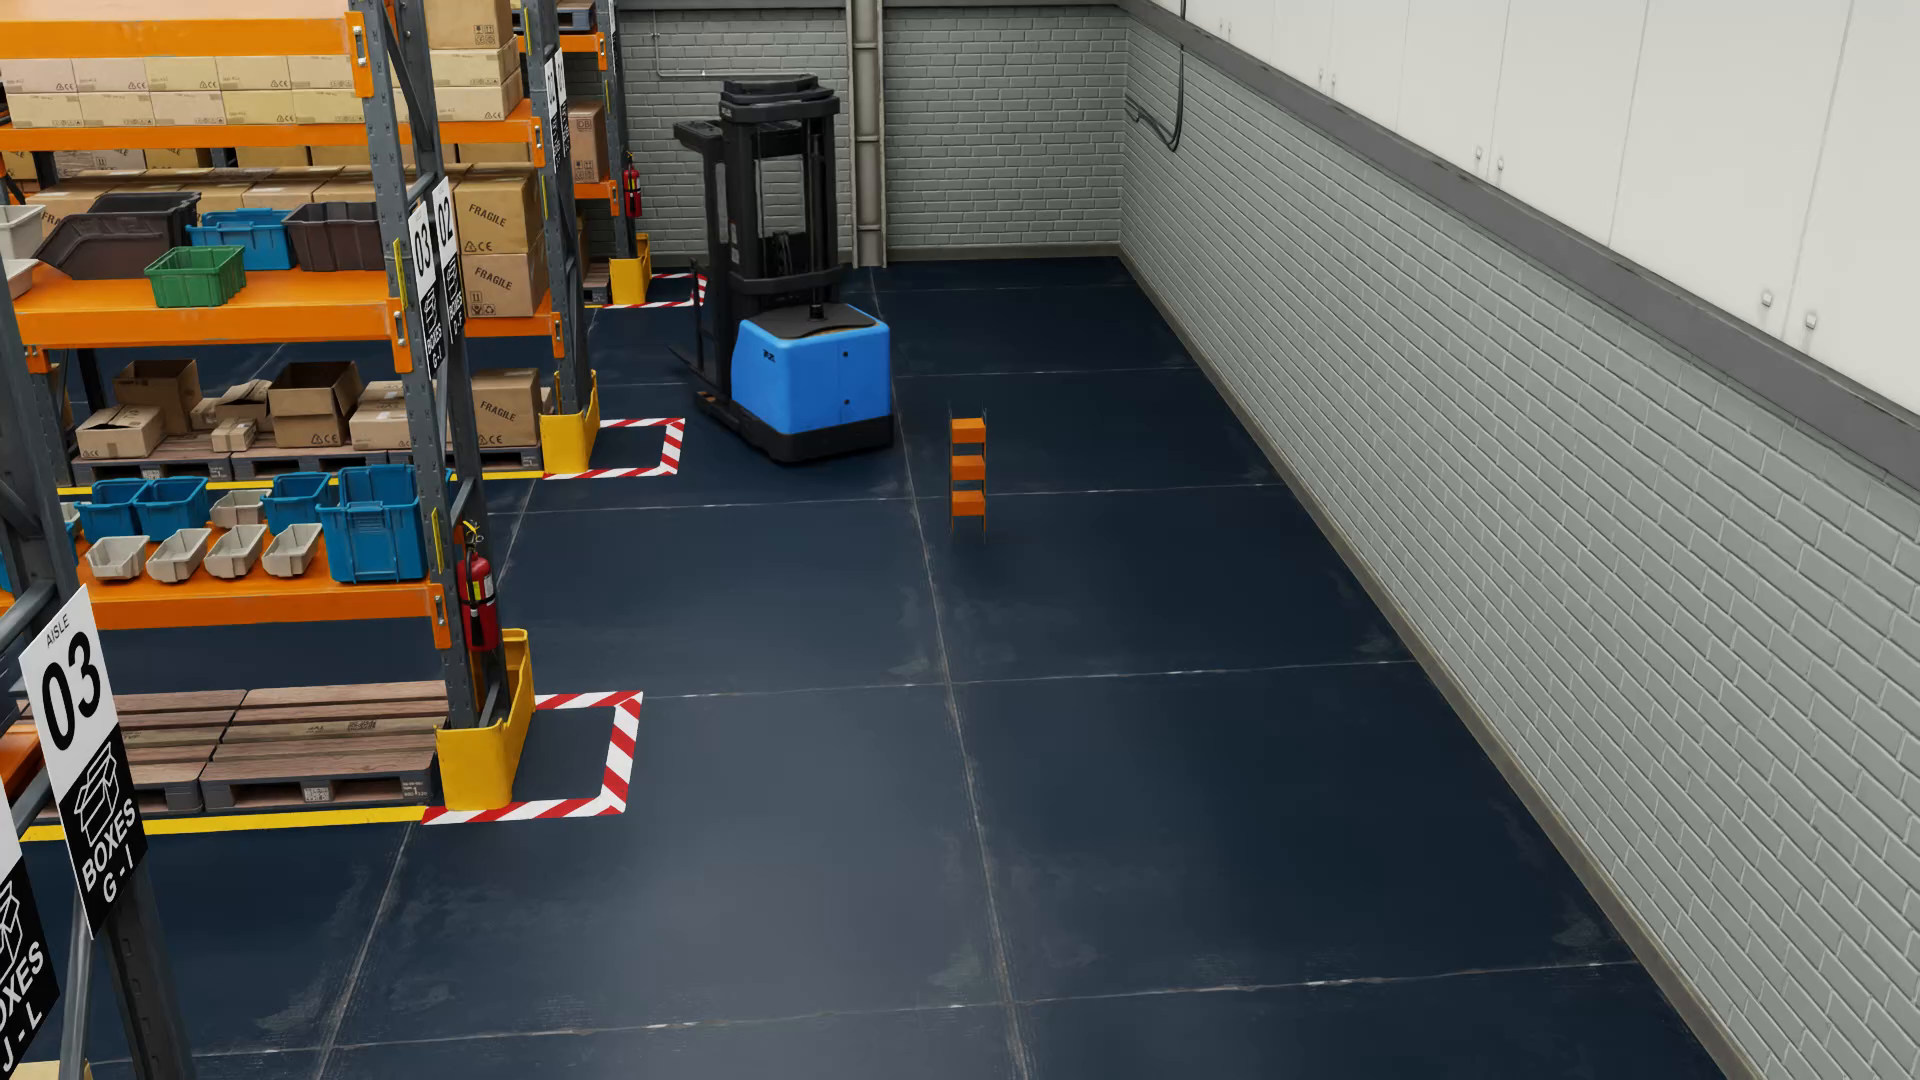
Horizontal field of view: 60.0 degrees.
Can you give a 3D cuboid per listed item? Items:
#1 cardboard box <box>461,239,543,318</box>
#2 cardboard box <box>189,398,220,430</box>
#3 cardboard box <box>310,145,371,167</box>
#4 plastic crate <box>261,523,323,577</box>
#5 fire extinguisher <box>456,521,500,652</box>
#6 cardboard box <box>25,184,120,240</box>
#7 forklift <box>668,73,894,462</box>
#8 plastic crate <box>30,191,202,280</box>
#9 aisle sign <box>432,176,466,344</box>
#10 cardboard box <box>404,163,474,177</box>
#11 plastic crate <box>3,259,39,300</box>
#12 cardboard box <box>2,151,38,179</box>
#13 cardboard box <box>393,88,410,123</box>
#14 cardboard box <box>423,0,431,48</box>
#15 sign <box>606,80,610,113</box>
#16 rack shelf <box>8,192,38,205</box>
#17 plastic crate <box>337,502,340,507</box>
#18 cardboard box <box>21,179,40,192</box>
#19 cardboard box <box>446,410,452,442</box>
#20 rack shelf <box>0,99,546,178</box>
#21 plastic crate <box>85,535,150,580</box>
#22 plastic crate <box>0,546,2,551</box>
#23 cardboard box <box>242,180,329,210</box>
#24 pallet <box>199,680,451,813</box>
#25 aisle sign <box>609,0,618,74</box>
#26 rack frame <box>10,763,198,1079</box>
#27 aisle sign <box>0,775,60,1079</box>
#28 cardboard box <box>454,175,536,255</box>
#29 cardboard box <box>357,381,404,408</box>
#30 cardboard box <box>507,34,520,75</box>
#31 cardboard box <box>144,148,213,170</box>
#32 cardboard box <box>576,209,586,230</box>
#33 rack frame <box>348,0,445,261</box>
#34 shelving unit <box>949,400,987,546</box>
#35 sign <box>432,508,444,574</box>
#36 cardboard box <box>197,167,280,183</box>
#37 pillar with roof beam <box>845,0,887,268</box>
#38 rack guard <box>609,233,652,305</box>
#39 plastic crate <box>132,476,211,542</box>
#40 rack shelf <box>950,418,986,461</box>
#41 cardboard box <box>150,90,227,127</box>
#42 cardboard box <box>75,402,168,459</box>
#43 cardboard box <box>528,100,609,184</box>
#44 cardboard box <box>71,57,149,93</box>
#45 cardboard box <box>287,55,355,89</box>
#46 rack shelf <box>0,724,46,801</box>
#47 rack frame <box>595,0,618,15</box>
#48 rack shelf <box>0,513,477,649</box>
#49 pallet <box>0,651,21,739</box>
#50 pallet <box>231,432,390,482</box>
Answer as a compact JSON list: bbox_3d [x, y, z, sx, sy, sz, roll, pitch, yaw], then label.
[{"bbox_3d":[-3.592,-2.062,13.073,0.500,0.500,0.500,-2,24,-4],"label":"cardboard box"},{"bbox_3d":[-6.247,-1.060,13.909,0.250,0.149,0.380,-2,24,-5],"label":"cardboard box"},{"bbox_3d":[-6.376,-4.166,17.560,0.700,0.700,0.980,-3,24,-6],"label":"cardboard box"},{"bbox_3d":[-3.483,0.057,8.680,0.243,0.136,0.396,-2,24,-5],"label":"plastic crate"},{"bbox_3d":[-2.495,0.241,8.568,0.183,0.674,0.296,-2,24,-5],"label":"fire extinguisher"},{"bbox_3d":[-6.657,-2.392,12.585,0.500,0.500,0.500,-2,24,-4],"label":"cardboard box"},{"bbox_3d":[-1.734,-2.526,14.324,1.130,2.935,3.031,-13,27,-28],"label":"forklift"},{"bbox_3d":[-4.237,-1.535,8.393,0.767,0.338,0.504,-2,24,-5],"label":"plastic crate"},{"bbox_3d":[-2.647,-1.453,8.625,0.004,0.787,0.394,-2,24,-5],"label":"aisle sign"},{"bbox_3d":[-4.160,-2.712,13.304,0.500,0.500,0.500,-2,24,-5],"label":"cardboard box"},{"bbox_3d":[-4.722,-1.210,7.910,0.530,0.136,0.437,-2,24,-5],"label":"plastic crate"},{"bbox_3d":[-9.583,-3.994,17.029,0.500,0.500,0.500,-2,24,-4],"label":"cardboard box"},{"bbox_3d":[-4.157,-3.304,12.482,0.500,0.250,0.500,-2,24,-5],"label":"cardboard box"},{"bbox_3d":[-4.188,-4.005,12.520,0.500,0.500,0.700,-2,24,-5],"label":"cardboard box"},{"bbox_3d":[-3.624,-4.564,17.108,0.005,0.325,0.100,-2,24,-5],"label":"sign"},{"bbox_3d":[-9.634,-3.578,17.493,4.000,0.370,1.077,-2,24,-5],"label":"rack shelf"},{"bbox_3d":[-3.295,-0.193,9.242,0.298,0.136,0.250,-2,24,-5],"label":"plastic crate"},{"bbox_3d":[-9.487,-3.714,17.198,0.250,0.149,0.380,-2,24,-3],"label":"cardboard box"},{"bbox_3d":[-4.102,-0.950,13.640,0.250,0.166,0.380,-2,24,-5],"label":"cardboard box"},{"bbox_3d":[-5.163,-3.107,12.739,4.000,0.370,1.077,-2,24,-5],"label":"rack shelf"},{"bbox_3d":[-4.341,0.103,8.577,0.250,0.136,0.298,-2,24,-5],"label":"plastic crate"},{"bbox_3d":[-5.133,0.058,8.499,0.530,0.282,0.437,-2,24,-5],"label":"plastic crate"},{"bbox_3d":[-5.118,-2.454,12.725,0.500,0.500,0.500,-2,24,-4],"label":"cardboard box"},{"bbox_3d":[-3.514,1.149,9.404,1.213,0.211,1.003,-2,24,-5],"label":"pallet"},{"bbox_3d":[-3.562,-5.216,17.091,0.004,0.787,0.394,-2,24,-5],"label":"aisle sign"},{"bbox_3d":[-2.203,1.860,4.373,0.127,3.000,1.000,-2,24,-5],"label":"rack frame"},{"bbox_3d":[-2.102,0.790,3.578,0.004,0.787,0.394,-2,24,-5],"label":"aisle sign"},{"bbox_3d":[-3.589,-2.518,12.868,0.500,0.500,0.500,-3,24,-6],"label":"cardboard box"},{"bbox_3d":[-4.737,-1.142,13.970,0.500,0.250,0.500,-2,24,-5],"label":"cardboard box"},{"bbox_3d":[-3.710,-3.760,12.892,0.500,0.250,0.500,-2,24,-5],"label":"cardboard box"},{"bbox_3d":[-8.079,-4.057,17.171,0.500,0.500,0.500,-3,24,-6],"label":"cardboard box"},{"bbox_3d":[-4.245,-3.510,18.216,0.250,0.149,0.380,-2,24,-5],"label":"cardboard box"},{"bbox_3d":[-2.690,-2.883,7.658,0.127,3.000,1.000,-2,24,-5],"label":"rack frame"},{"bbox_3d":[0.053,-0.482,12.042,0.252,1.050,0.215,-2,24,-5],"label":"shelving unit"},{"bbox_3d":[-2.619,0.005,8.345,0.005,0.325,0.100,-2,24,-5],"label":"sign"},{"bbox_3d":[-5.665,-2.654,13.173,0.500,0.500,0.500,-2,24,-5],"label":"cardboard box"},{"bbox_3d":[-0.638,-5.605,13.782,0.400,9.000,9.100,-2,24,-5],"label":"pillar with roof beam"},{"bbox_3d":[-3.639,-3.005,18.396,0.348,0.500,1.175,-2,24,-5],"label":"rack guard"},{"bbox_3d":[-4.278,-0.164,9.057,0.300,0.233,0.416,-2,24,-5],"label":"plastic crate"},{"bbox_3d":[0.053,-0.732,11.931,0.240,0.259,0.215,-2,24,-5],"label":"rack shelf"},{"bbox_3d":[-5.649,-3.244,12.347,0.500,0.250,0.500,-2,24,-5],"label":"cardboard box"},{"bbox_3d":[-6.714,-0.886,13.320,0.500,0.311,0.500,-2,24,-5],"label":"cardboard box"},{"bbox_3d":[-4.170,-4.259,17.770,0.700,0.700,0.980,-1,24,-3],"label":"cardboard box"},{"bbox_3d":[-6.148,-3.455,12.206,0.500,0.250,0.500,-2,24,-5],"label":"cardboard box"},{"bbox_3d":[-4.654,-3.513,12.336,0.500,0.250,0.500,-2,24,-5],"label":"cardboard box"},{"bbox_3d":[-4.193,0.898,3.730,4.000,0.370,1.077,-2,24,-5],"label":"rack shelf"},{"bbox_3d":[-3.663,-6.888,16.667,0.127,3.000,1.000,-2,24,-5],"label":"rack frame"},{"bbox_3d":[-4.680,0.266,8.843,4.000,0.370,1.077,-2,24,-5],"label":"rack shelf"},{"bbox_3d":[-2.940,0.564,3.705,1.213,0.211,1.003,-2,24,-5],"label":"pallet"},{"bbox_3d":[-5.253,-0.787,13.762,1.213,0.211,1.003,-2,24,-5],"label":"pallet"}]
